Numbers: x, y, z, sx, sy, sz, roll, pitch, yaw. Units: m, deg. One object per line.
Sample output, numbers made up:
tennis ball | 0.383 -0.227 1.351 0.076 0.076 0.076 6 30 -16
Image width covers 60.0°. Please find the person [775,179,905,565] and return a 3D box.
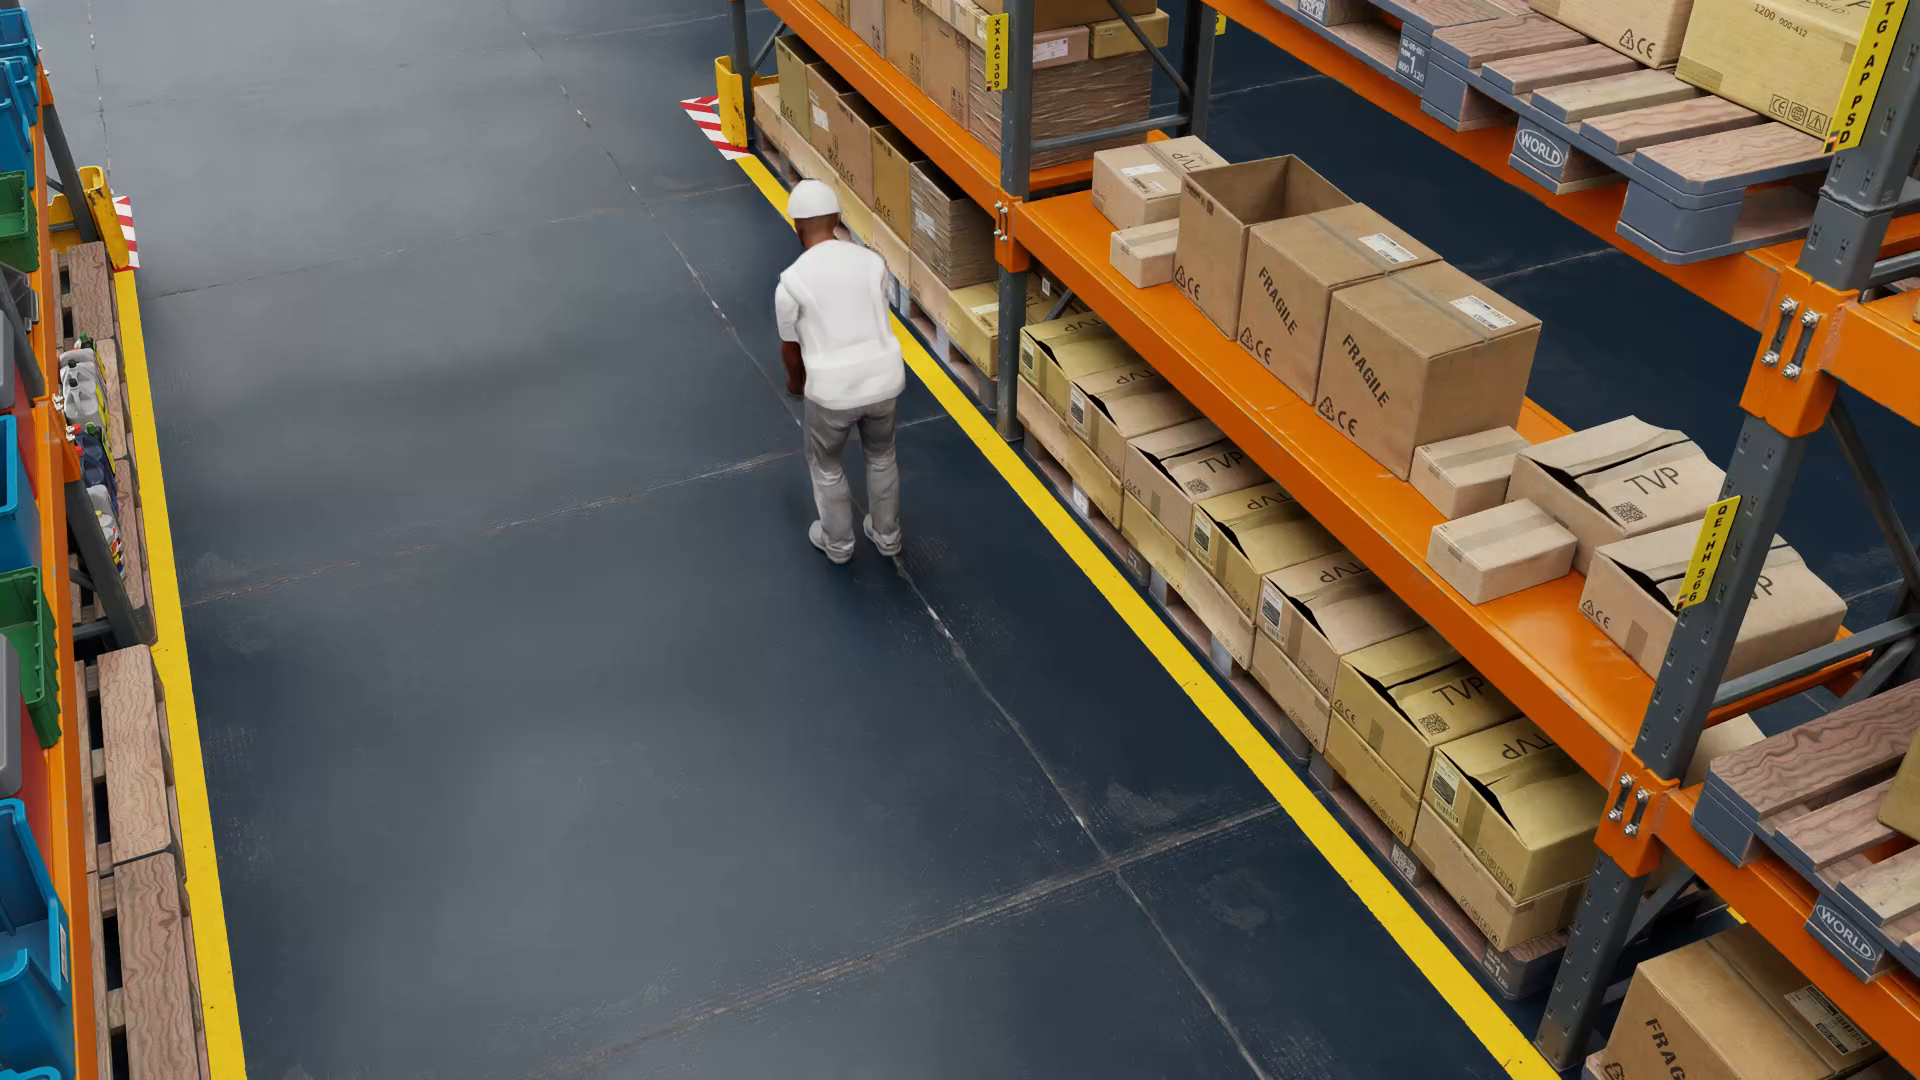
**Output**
person | -0.523 -0.688 7.102 0.488 1.693 0.637 -16 40 -21
